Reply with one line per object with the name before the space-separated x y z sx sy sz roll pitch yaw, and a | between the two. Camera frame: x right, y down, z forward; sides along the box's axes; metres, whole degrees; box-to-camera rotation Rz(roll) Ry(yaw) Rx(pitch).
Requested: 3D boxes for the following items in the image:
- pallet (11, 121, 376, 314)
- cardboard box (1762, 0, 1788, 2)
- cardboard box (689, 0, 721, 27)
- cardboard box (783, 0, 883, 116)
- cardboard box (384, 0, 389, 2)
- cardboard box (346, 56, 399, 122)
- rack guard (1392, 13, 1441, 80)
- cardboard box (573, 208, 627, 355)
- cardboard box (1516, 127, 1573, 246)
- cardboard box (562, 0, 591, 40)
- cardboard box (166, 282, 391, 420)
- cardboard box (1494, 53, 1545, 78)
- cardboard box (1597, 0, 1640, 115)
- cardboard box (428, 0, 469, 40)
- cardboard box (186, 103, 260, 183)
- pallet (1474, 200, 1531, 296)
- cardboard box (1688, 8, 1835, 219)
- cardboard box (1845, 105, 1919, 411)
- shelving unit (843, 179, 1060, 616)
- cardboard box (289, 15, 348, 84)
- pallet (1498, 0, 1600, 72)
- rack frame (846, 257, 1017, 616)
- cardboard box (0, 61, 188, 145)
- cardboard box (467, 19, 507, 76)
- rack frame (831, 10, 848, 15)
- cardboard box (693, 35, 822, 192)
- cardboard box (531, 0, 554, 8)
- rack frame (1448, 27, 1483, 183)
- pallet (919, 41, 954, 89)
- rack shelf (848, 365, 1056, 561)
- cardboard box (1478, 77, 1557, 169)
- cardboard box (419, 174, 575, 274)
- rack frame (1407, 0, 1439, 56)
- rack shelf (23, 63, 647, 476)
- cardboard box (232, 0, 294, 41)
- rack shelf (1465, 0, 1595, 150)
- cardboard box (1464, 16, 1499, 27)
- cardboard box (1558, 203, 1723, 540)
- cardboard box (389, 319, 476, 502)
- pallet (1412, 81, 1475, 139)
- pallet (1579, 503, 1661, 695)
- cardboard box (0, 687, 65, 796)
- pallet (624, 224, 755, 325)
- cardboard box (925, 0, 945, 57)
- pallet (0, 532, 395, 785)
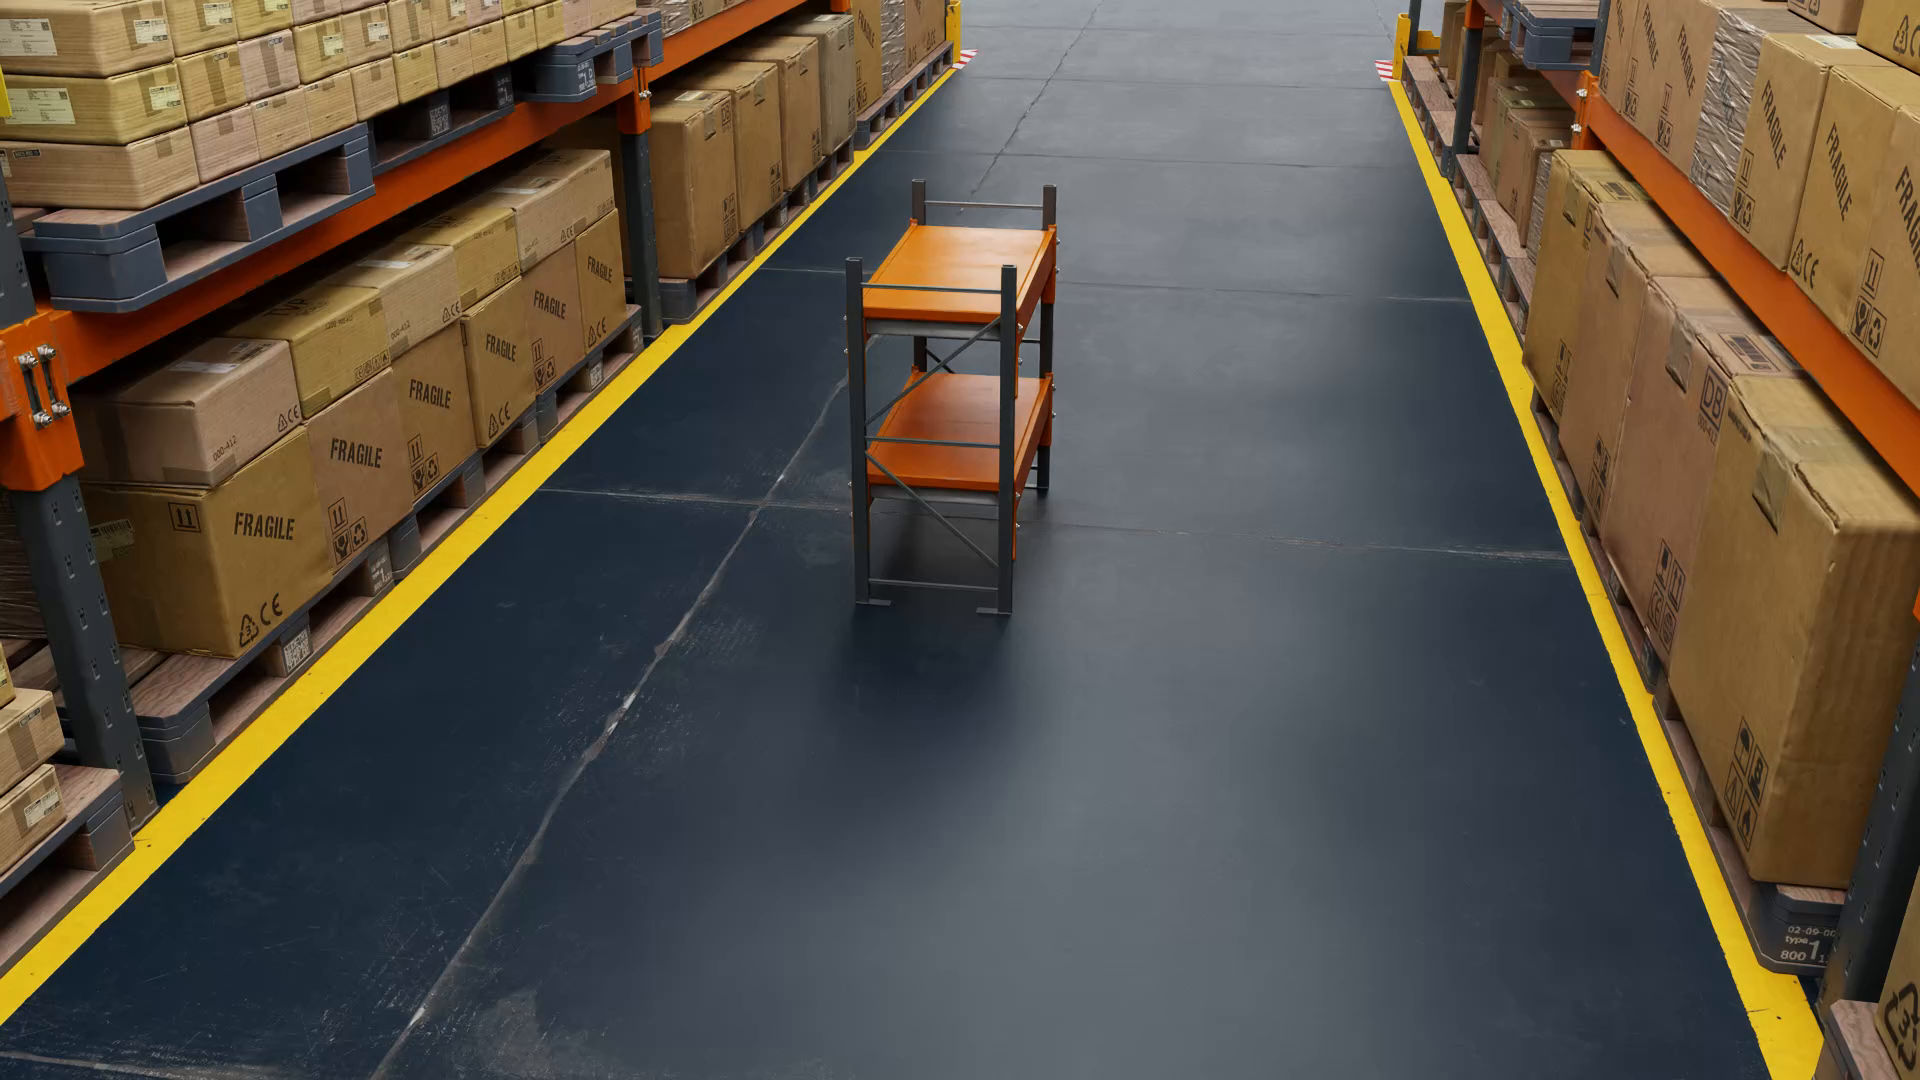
pallet | -2.285 -0.894 4.348 1.003 0.211 1.213 4 25 9
cardboard box | 2.732 -1.881 4.929 0.797 0.503 0.637 5 25 10
cardboard box | -1.480 -2.772 8.015 0.500 0.500 0.500 4 25 8
cardboard box | -1.074 -3.503 11.707 0.875 0.875 0.875 4 25 9
cardboard box | -1.825 -1.691 4.924 0.380 0.149 0.250 5 26 10
cardboard box | -1.868 -1.313 4.817 0.380 0.149 0.250 3 25 6
rack guard | 4.272 -4.140 14.006 1.175 0.500 0.348 4 25 9
cardboard box | -1.749 -1.109 7.034 0.500 0.500 0.500 4 25 8
cardboard box | 3.231 -1.778 8.439 0.700 0.500 0.500 6 26 13
cardboard box | -1.611 -1.971 6.224 0.380 0.149 0.250 4 25 9
cardboard box | -2.087 -0.583 5.025 0.500 0.250 0.500 5 25 10
cardboard box | 3.736 -2.854 10.762 0.500 0.500 0.500 3 25 7
cardboard box | 2.629 -1.819 5.981 0.500 0.500 0.500 5 26 10
cardboard box | -1.782 -1.670 5.229 0.380 0.149 0.250 4 25 7
cardboard box | -1.996 -0.997 4.143 0.380 0.149 0.250 4 25 9
pallet | 3.308 -1.531 8.772 1.003 0.211 1.213 4 25 9
cardboard box | 2.383 -1.180 4.615 0.500 0.500 0.500 4 25 9
cardboard box | 2.130 -0.545 3.259 0.500 0.500 0.500 4 25 9
shelving unit | -0.001 -0.507 5.506 0.538 1.125 1.048 4 25 9
cardboard box | -1.911 -1.341 4.526 0.380 0.149 0.250 3 25 6
pallet | 2.989 -2.177 7.089 1.213 0.211 1.003 4 25 9
rack frame | -0.084 -0.294 5.051 0.500 1.125 0.032 4 25 9
cardboard box | -2.035 -1.015 3.831 0.380 0.149 0.250 4 25 9
cardboard box | -1.742 -1.647 5.530 0.380 0.149 0.250 5 26 10
rack frame | -1.246 -4.017 10.794 1.000 3.000 0.127 4 25 9
cardboard box | -1.420 -2.520 9.753 1.050 0.750 0.750 4 25 9
cardboard box | -1.655 -1.991 5.915 0.380 0.149 0.250 4 25 9
rack frame | 3.631 -3.631 9.970 1.000 3.000 0.127 4 25 9
pallet | -0.646 -4.087 14.234 1.003 0.211 1.213 4 25 9
rack shelf | -0.001 -0.285 5.609 0.538 0.278 1.000 4 25 9
cardboard box | 3.509 -2.443 9.861 0.700 0.500 0.500 2 25 4
cardboard box | -1.824 -1.226 6.399 0.500 0.250 0.500 4 25 9
rack frame | 4.285 -5.304 13.544 1.000 3.000 0.127 4 25 9
rack shelf | -2.226 -1.182 5.586 1.077 0.370 4.000 4 25 9
cardboard box | -1.951 -1.374 4.247 0.380 0.149 0.250 4 25 9
rack shelf | 3.304 -2.469 8.335 1.077 0.370 4.000 4 25 9
cardboard box | 3.981 -3.590 12.334 0.500 0.500 0.500 6 26 13
cardboard box | 2.691 -0.527 5.348 1.225 0.875 0.875 4 25 9
cardboard box | -2.014 -0.462 5.651 0.500 0.500 0.500 4 25 9
pallet | 3.903 -3.164 12.260 1.003 0.211 1.213 4 25 9
pallet | 2.572 0.138 5.207 1.003 0.211 1.213 4 25 9
cardboard box | -2.291 0.449 3.770 0.380 0.149 0.250 5 25 10
pallet | -1.696 -1.406 8.505 1.003 0.211 1.213 4 25 9
cardboard box | -0.638 -4.630 14.114 0.875 0.875 0.875 4 25 9
pallet | -2.428 0.266 4.933 1.003 0.211 1.213 4 25 9
